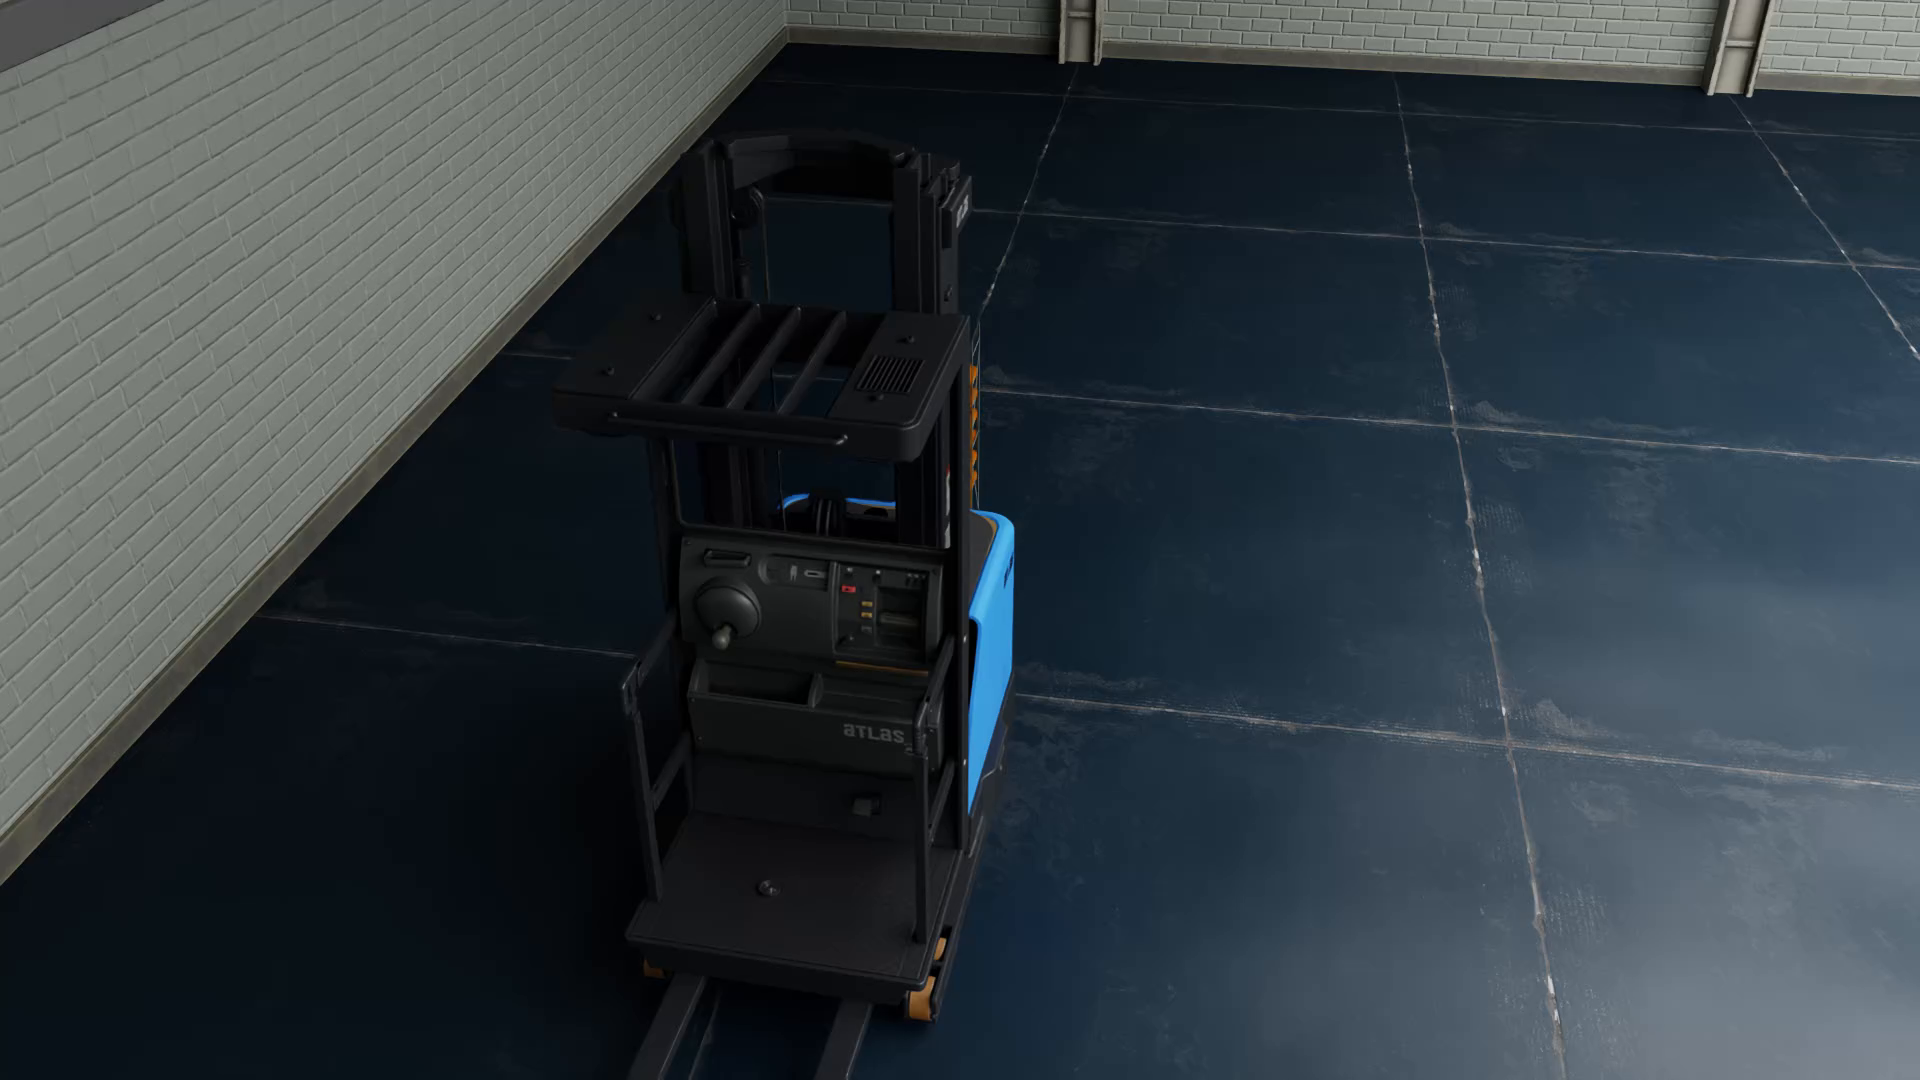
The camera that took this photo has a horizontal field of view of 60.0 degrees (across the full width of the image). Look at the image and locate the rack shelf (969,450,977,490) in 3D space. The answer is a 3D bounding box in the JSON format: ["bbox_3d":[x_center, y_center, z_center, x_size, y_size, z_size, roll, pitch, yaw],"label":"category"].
[{"bbox_3d":[-0.014,-0.370,8.521,0.180,0.103,0.258,5,32,8],"label":"rack shelf"}]

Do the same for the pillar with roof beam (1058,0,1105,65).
[{"bbox_3d":[0.449,-6.254,10.260,0.400,9.000,9.100,5,32,8],"label":"pillar with roof beam"}]

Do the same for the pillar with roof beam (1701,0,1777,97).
[{"bbox_3d":[6.364,-5.718,9.404,0.400,9.000,9.100,5,32,8],"label":"pillar with roof beam"}]

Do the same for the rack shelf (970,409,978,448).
[{"bbox_3d":[-0.014,-0.574,8.394,0.180,0.103,0.258,5,32,8],"label":"rack shelf"}]

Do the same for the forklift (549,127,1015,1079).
[{"bbox_3d":[-0.560,0.270,5.556,1.130,2.935,3.031,6,33,10],"label":"forklift"}]

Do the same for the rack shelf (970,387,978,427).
[{"bbox_3d":[-0.014,-0.676,8.330,0.180,0.103,0.258,5,32,8],"label":"rack shelf"}]

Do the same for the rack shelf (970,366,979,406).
[{"bbox_3d":[-0.014,-0.777,8.266,0.180,0.103,0.258,5,32,8],"label":"rack shelf"}]

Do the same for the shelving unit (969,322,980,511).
[{"bbox_3d":[-0.014,-0.510,8.434,0.189,1.200,0.258,5,32,8],"label":"shelving unit"}]

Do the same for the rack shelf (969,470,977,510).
[{"bbox_3d":[-0.014,-0.269,8.585,0.180,0.103,0.258,5,32,8],"label":"rack shelf"}]

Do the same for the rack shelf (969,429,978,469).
[{"bbox_3d":[-0.014,-0.472,8.457,0.180,0.103,0.258,5,32,8],"label":"rack shelf"}]

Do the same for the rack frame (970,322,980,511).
[{"bbox_3d":[0.076,-0.502,8.421,0.006,1.200,0.240,5,32,8],"label":"rack frame"}]
